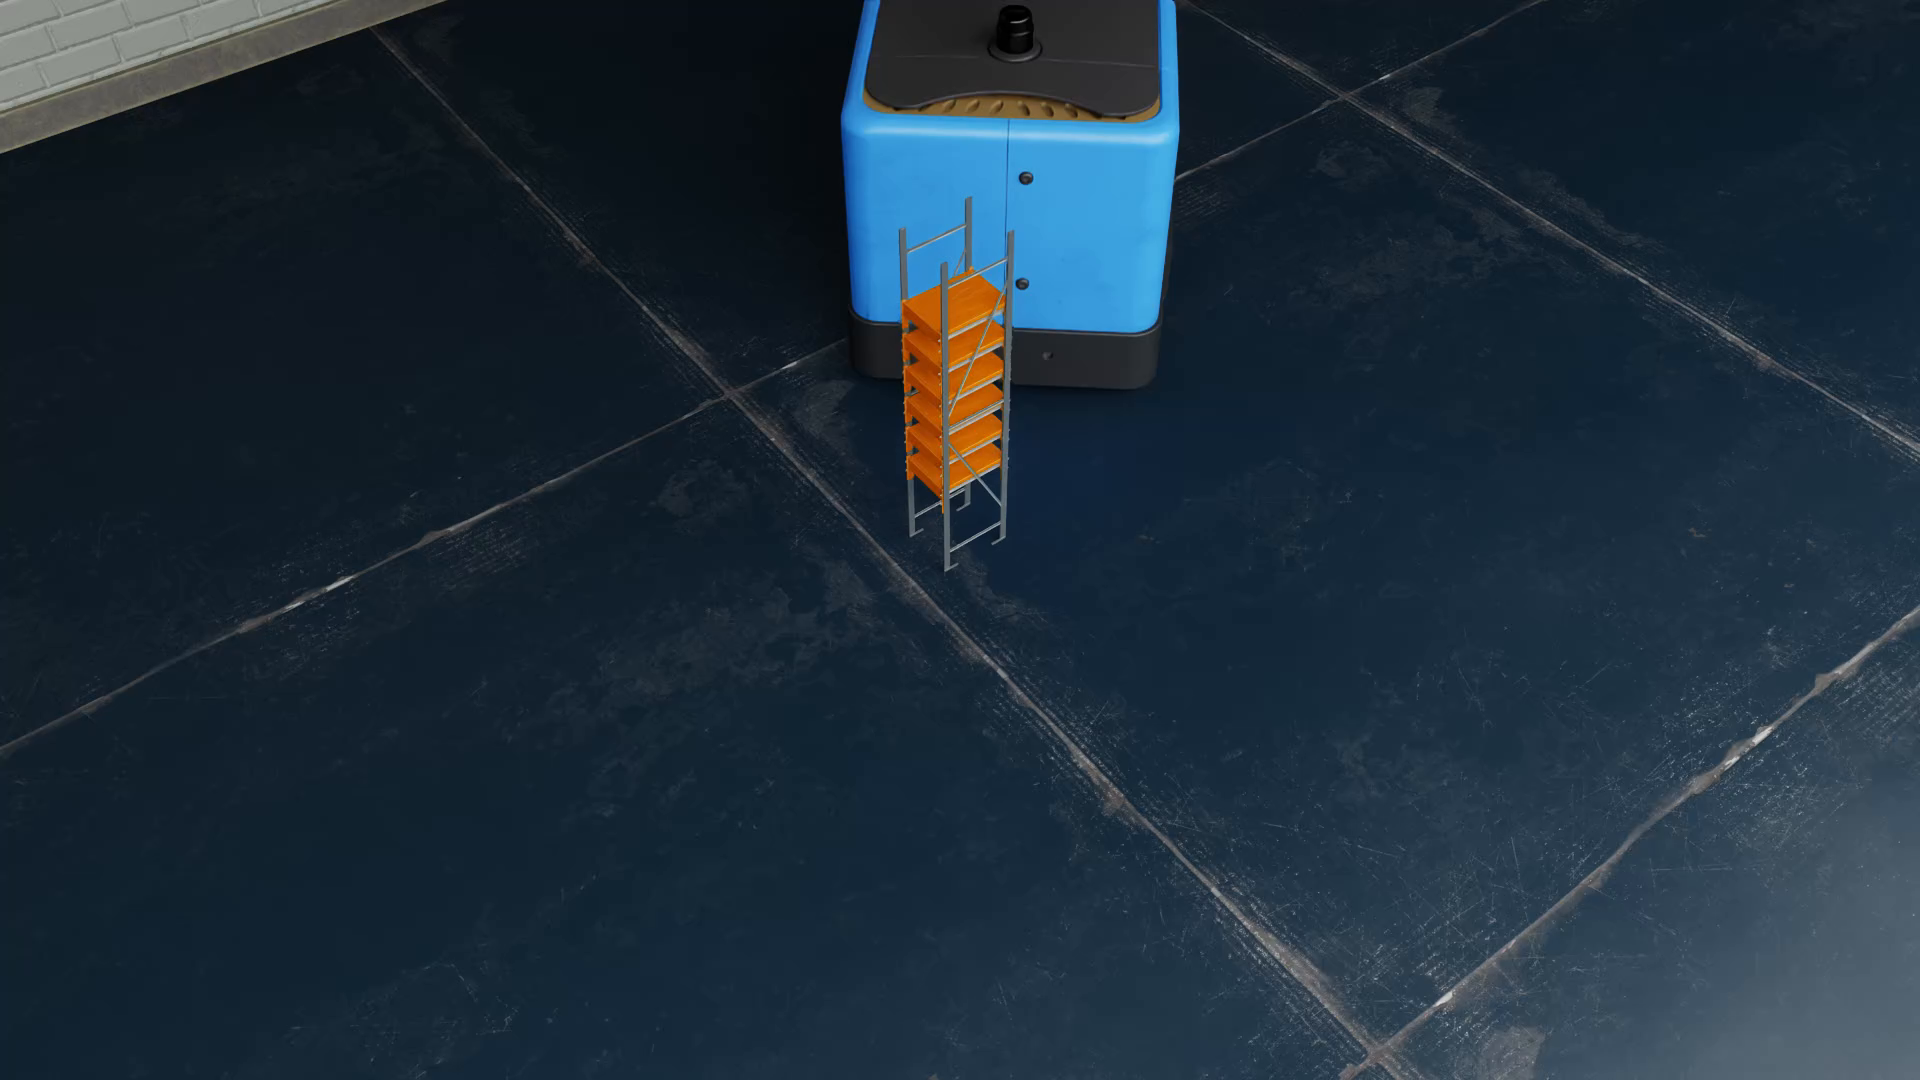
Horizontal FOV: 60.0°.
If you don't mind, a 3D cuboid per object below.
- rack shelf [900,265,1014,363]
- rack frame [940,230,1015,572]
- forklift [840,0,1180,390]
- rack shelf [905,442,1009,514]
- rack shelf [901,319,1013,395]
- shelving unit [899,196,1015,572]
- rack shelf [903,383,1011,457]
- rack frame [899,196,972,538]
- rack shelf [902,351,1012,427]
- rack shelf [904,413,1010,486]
[{"bbox_3d":[-0.009,-0.623,4.579,0.258,0.103,0.180,-29,54,-24],"label":"rack shelf"},{"bbox_3d":[0.047,-0.358,4.764,0.240,1.200,0.006,-29,54,-24],"label":"rack frame"},{"bbox_3d":[0.245,-2.584,5.614,1.130,2.935,3.031,3,48,3],"label":"forklift"},{"bbox_3d":[-0.009,-0.220,5.024,0.258,0.103,0.180,-29,54,-24],"label":"rack shelf"},{"bbox_3d":[-0.009,-0.543,4.668,0.258,0.103,0.180,-29,54,-24],"label":"rack shelf"},{"bbox_3d":[-0.009,-0.412,4.813,0.258,1.200,0.189,-29,54,-24],"label":"shelving unit"},{"bbox_3d":[-0.009,-0.382,4.846,0.258,0.103,0.180,-29,54,-24],"label":"rack shelf"},{"bbox_3d":[-0.064,-0.465,4.862,0.240,1.200,0.006,-29,54,-24],"label":"rack frame"},{"bbox_3d":[-0.009,-0.462,4.757,0.258,0.103,0.180,-29,54,-24],"label":"rack shelf"},{"bbox_3d":[-0.009,-0.301,4.935,0.258,0.103,0.180,-29,54,-24],"label":"rack shelf"}]
